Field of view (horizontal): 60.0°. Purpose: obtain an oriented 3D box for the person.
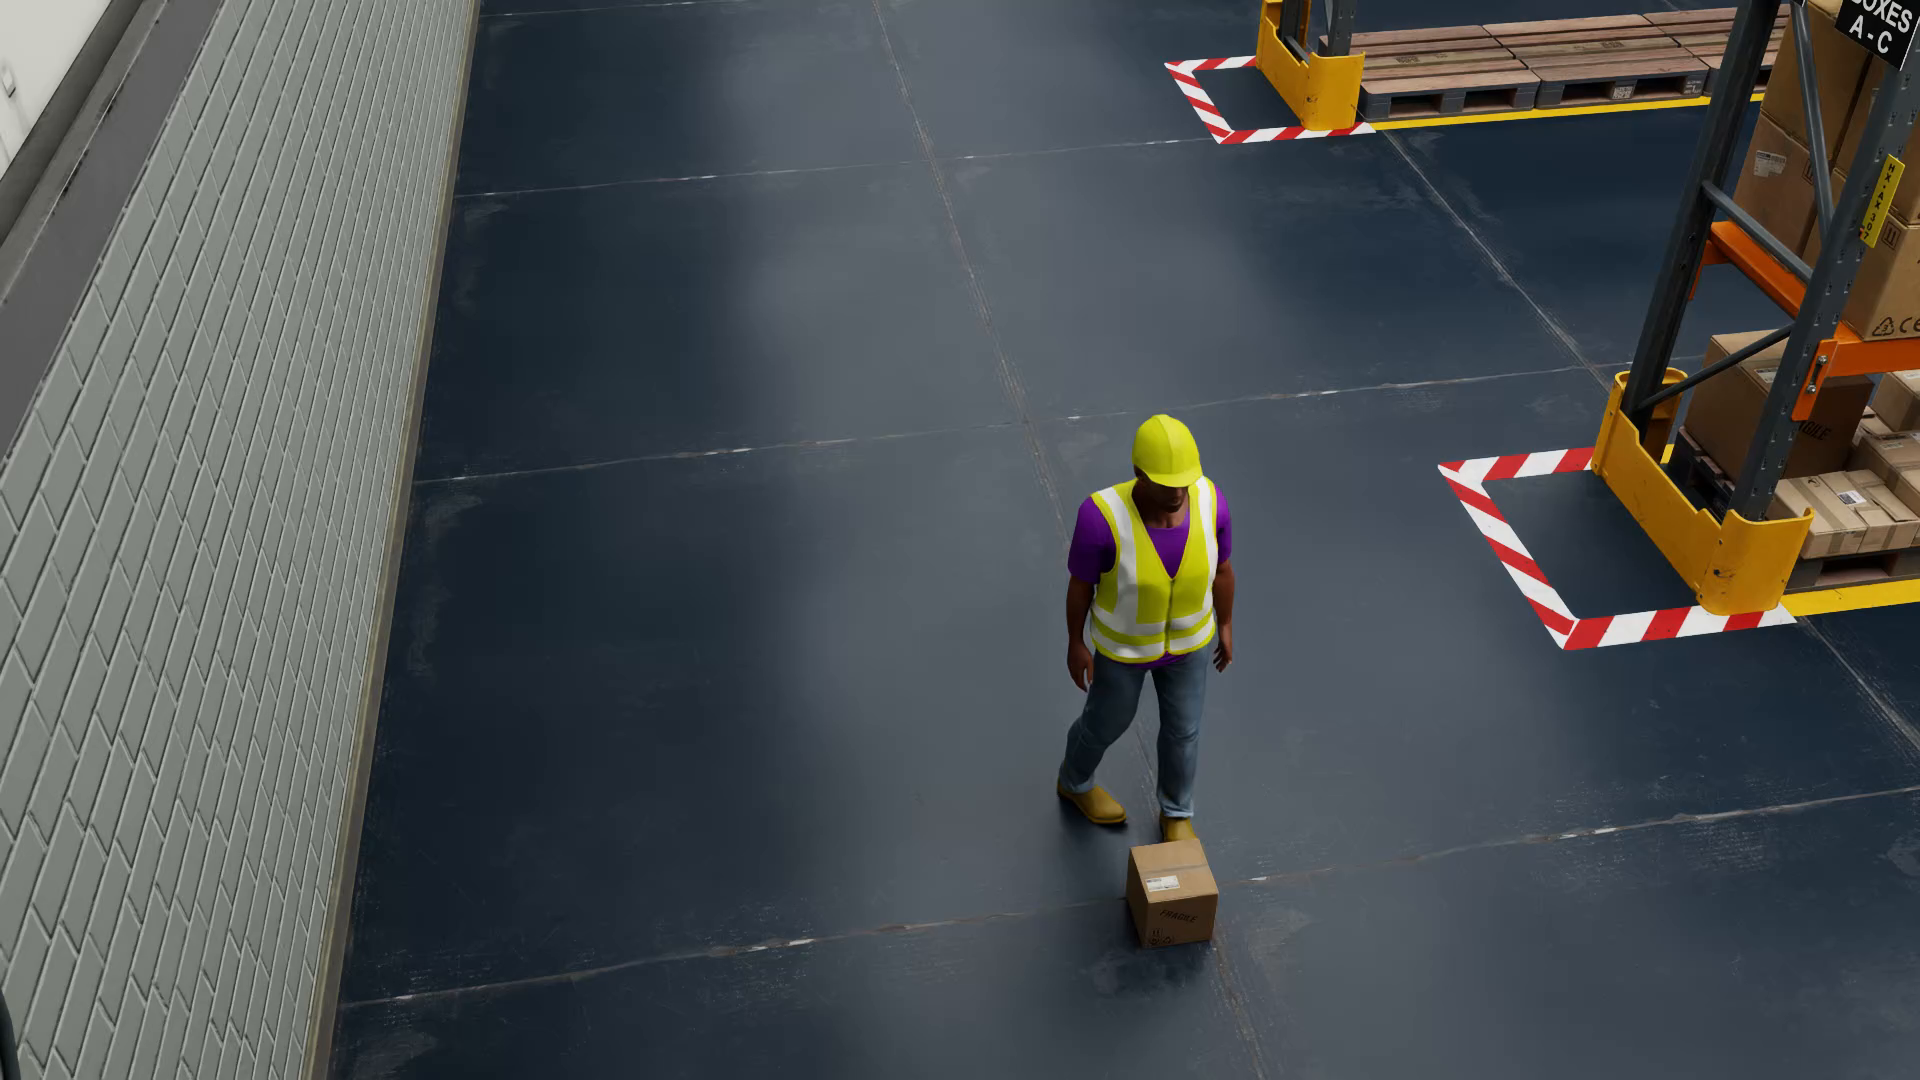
[{"bbox_3d":[0.673,0.367,5.671,0.594,1.773,0.564,-9,39,-12],"label":"person"}]
